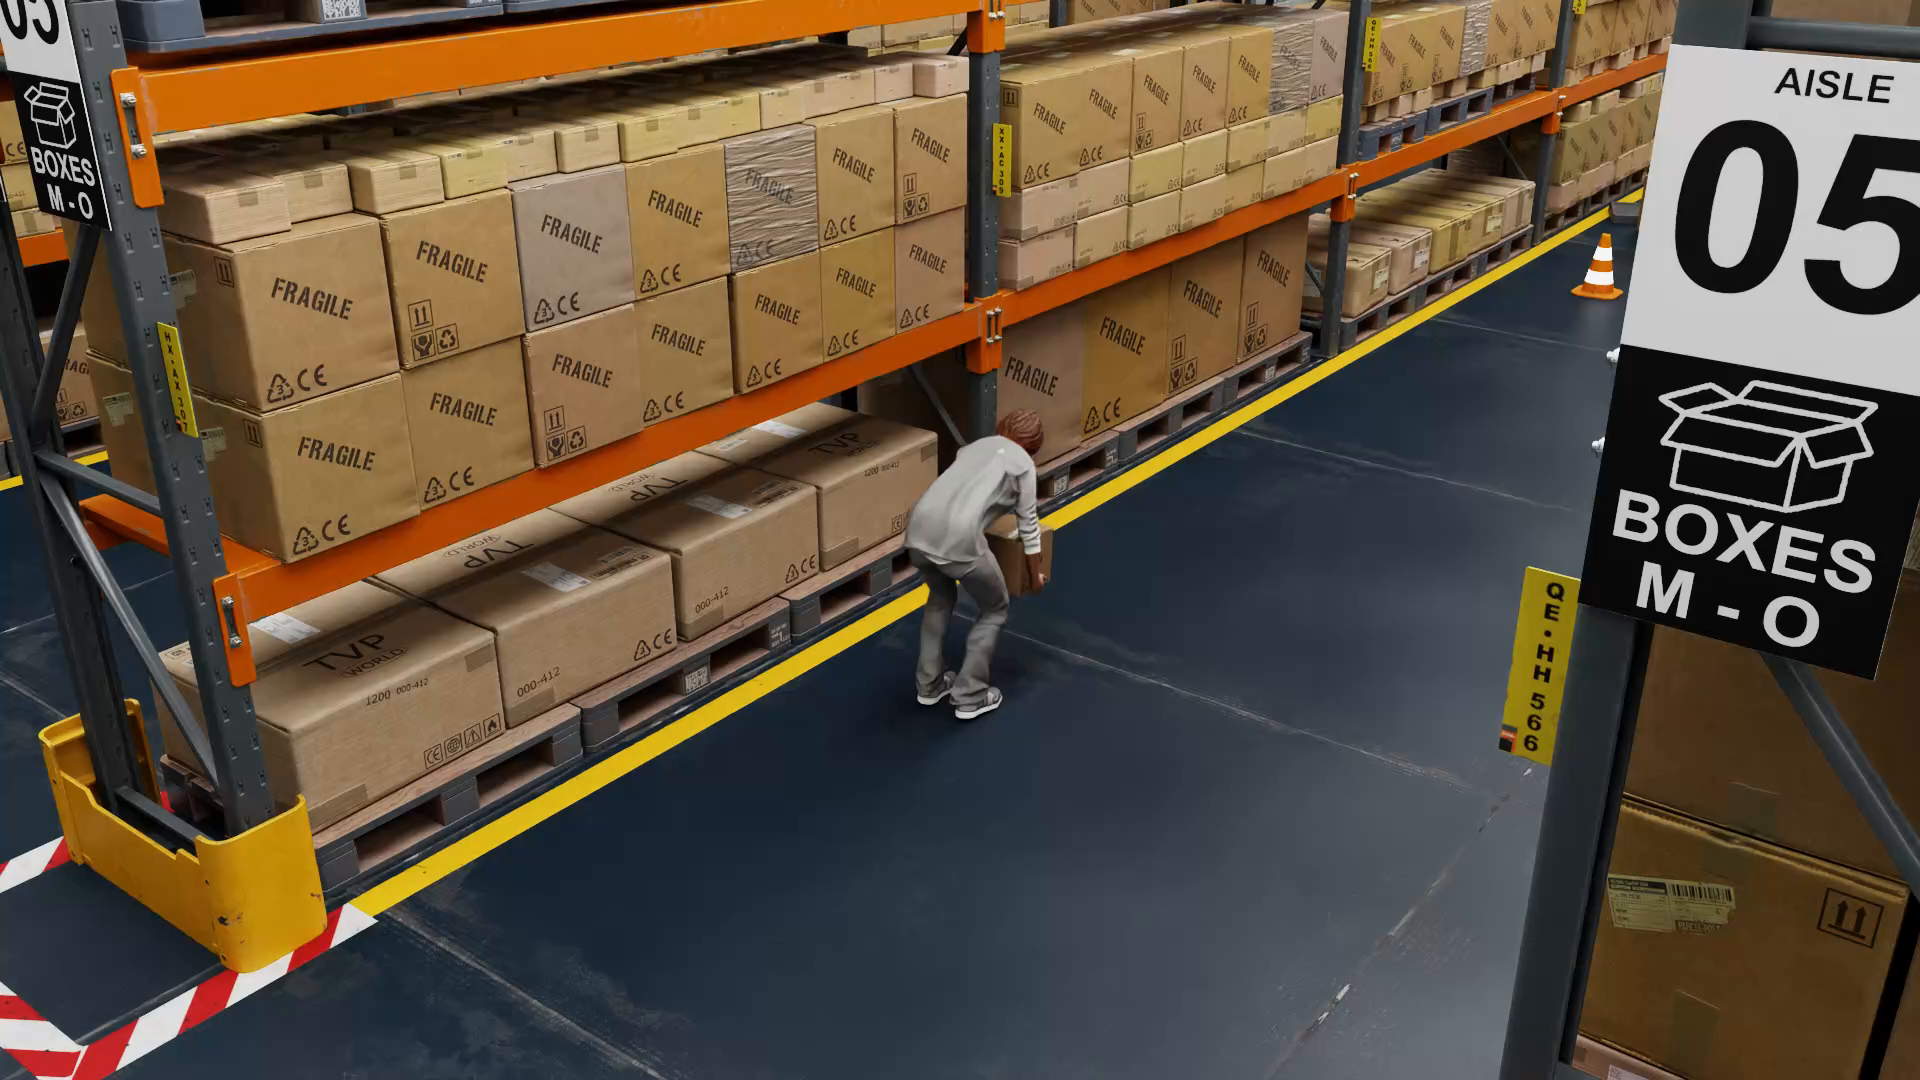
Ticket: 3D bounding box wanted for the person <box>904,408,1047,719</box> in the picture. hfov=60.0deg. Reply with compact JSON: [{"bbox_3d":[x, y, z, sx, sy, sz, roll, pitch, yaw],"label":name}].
[{"bbox_3d":[0.094,0.095,6.926,0.394,1.172,0.829,16,28,31],"label":"person"}]
